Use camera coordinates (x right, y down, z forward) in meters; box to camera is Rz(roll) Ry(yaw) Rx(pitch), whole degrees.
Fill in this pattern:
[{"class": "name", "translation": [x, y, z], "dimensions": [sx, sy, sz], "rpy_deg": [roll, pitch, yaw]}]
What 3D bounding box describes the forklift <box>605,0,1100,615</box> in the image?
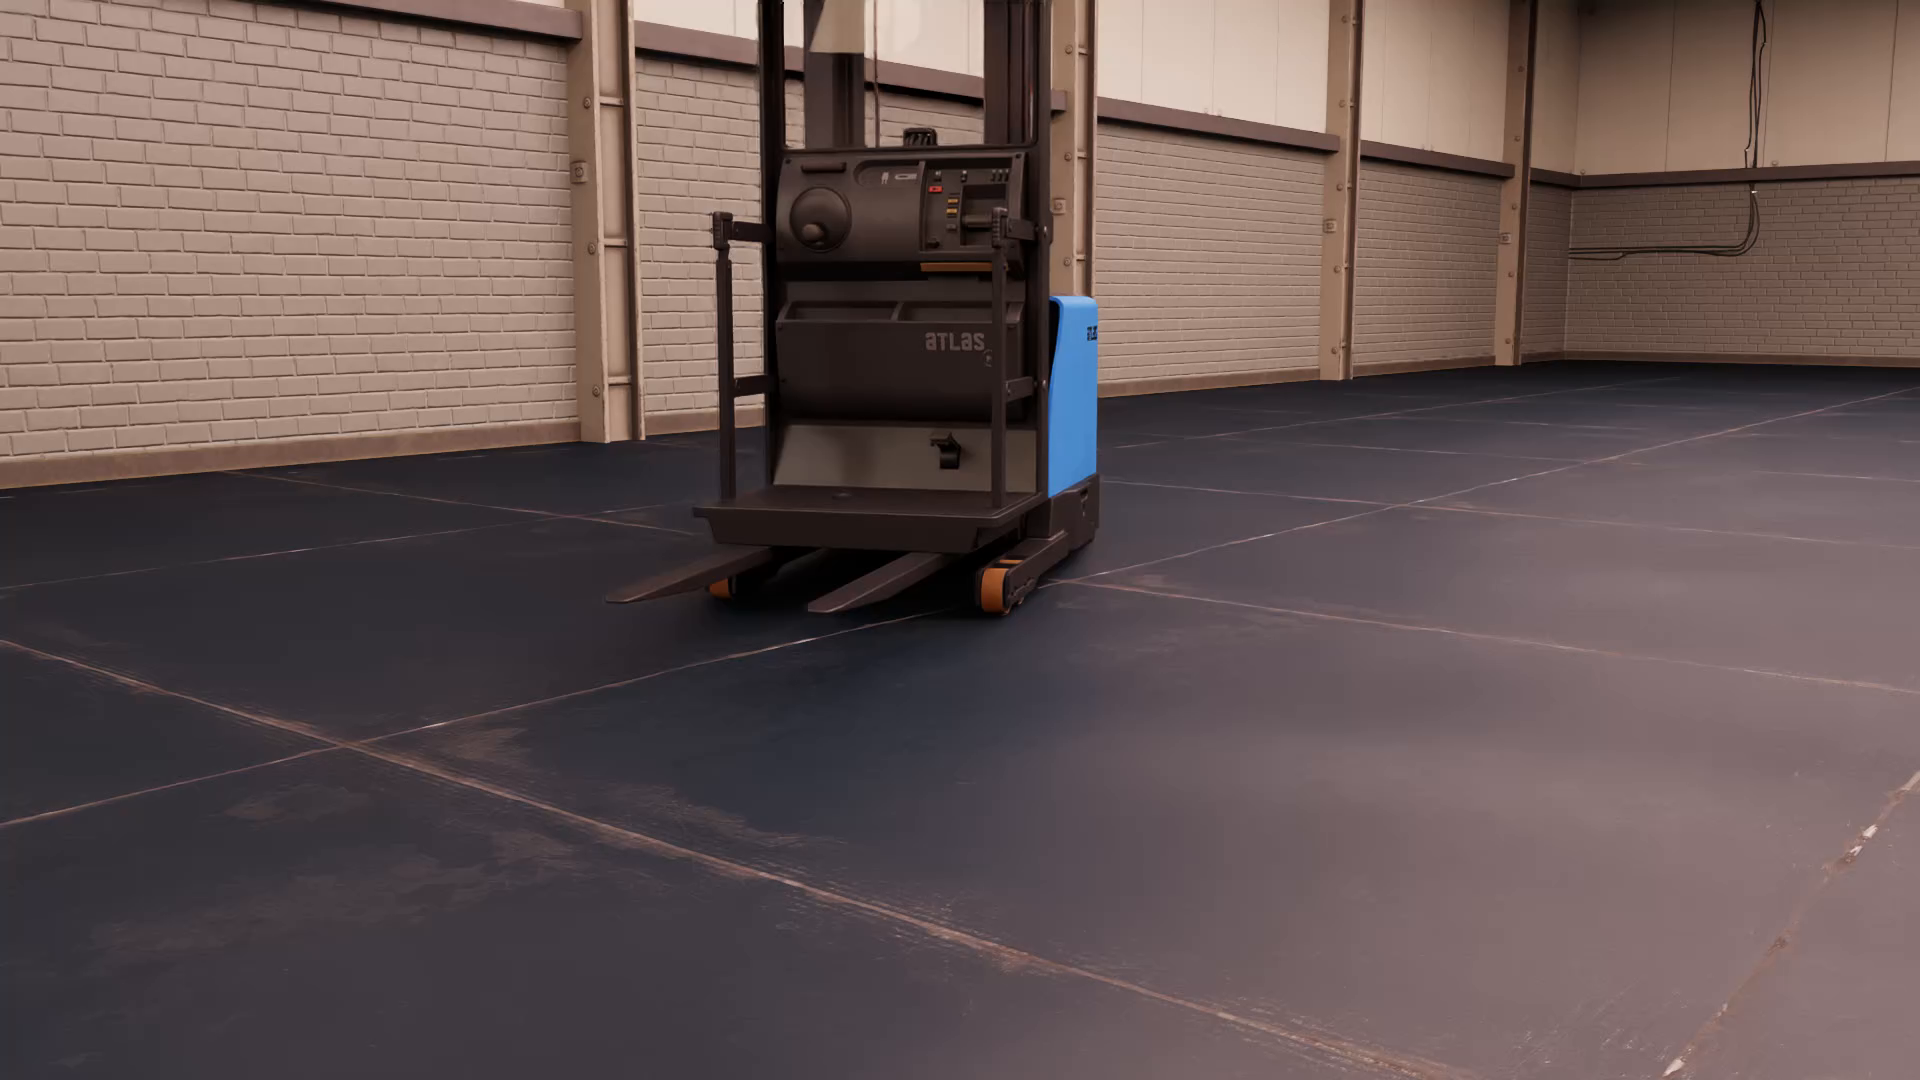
[{"class": "forklift", "translation": [-0.277, -1.257, 5.871], "dimensions": [1.130, 2.935, 3.031], "rpy_deg": [2, 9, 15]}]
